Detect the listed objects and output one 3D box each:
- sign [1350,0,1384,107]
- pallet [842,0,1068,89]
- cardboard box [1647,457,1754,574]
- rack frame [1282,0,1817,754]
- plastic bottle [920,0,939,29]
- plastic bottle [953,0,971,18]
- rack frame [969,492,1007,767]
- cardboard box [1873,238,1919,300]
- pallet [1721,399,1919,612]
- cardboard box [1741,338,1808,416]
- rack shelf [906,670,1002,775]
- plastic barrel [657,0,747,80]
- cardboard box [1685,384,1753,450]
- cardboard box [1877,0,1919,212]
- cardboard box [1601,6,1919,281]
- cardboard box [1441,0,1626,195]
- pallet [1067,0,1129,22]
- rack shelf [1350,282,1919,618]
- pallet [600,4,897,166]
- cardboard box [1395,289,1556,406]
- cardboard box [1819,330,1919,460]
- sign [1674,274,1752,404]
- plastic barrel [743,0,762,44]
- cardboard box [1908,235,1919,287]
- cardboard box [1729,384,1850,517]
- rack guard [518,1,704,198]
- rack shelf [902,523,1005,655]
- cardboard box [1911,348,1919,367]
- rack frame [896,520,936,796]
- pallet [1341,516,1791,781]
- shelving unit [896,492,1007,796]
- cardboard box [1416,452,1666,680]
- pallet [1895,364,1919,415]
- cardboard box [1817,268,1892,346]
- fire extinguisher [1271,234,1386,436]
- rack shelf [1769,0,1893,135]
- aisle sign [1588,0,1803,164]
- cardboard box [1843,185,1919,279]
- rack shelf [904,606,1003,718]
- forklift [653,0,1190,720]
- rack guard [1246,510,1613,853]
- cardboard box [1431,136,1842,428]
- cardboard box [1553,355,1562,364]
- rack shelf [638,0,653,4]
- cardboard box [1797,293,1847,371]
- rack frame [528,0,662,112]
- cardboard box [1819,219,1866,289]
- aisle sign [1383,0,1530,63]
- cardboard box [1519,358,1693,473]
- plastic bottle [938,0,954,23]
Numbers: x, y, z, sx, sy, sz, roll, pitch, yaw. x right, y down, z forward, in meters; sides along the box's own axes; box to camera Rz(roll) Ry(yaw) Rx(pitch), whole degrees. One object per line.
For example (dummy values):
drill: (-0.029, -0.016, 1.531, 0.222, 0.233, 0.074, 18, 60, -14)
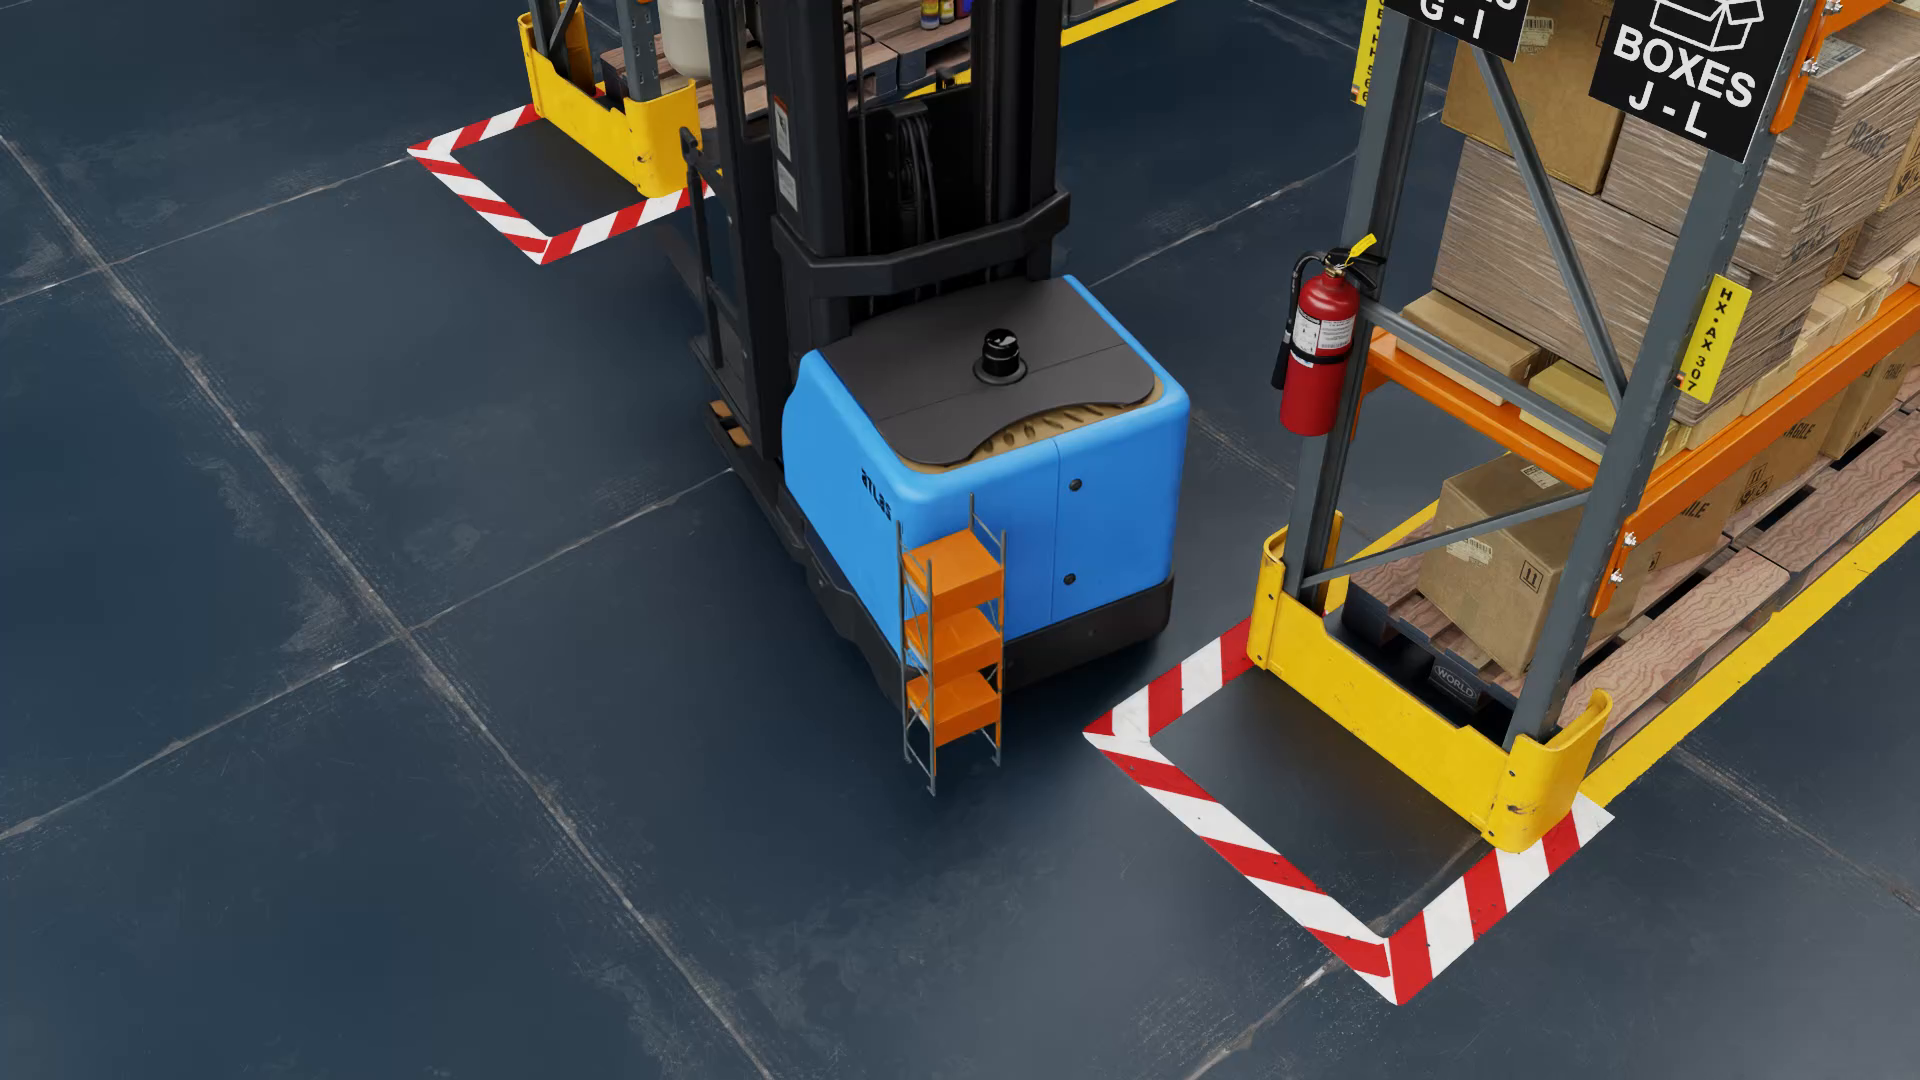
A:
sign: (1.085, -1.280, 4.346, 0.005, 0.325, 0.100, -30, 51, -28)
pallet: (-0.162, -2.972, 9.261, 1.213, 0.211, 1.003, -30, 51, -28)
cardboard box: (2.352, -0.231, 5.824, 0.500, 0.500, 0.500, -17, 46, -18)
rack frame: (1.426, -0.443, 4.531, 0.127, 3.000, 1.000, -30, 51, -28)
plastic bottle: (-0.161, -2.842, 8.757, 0.097, 0.271, 0.097, 0, 43, 0)
plastic bottle: (0.024, -2.937, 8.848, 0.133, 0.283, 0.061, -29, 50, -27)
rack frame: (0.081, 0.302, 5.162, 0.008, 1.050, 0.200, -21, 47, -21)
cardboard box: (2.752, -0.904, 5.205, 0.250, 0.149, 0.380, -30, 51, -28)
pallet: (3.065, -0.331, 6.448, 1.213, 0.211, 1.003, -30, 51, -28)
cardboard box: (2.203, -0.553, 4.831, 0.250, 0.149, 0.380, -30, 51, -28)
rack shelf: (-0.026, 0.554, 5.315, 0.240, 0.259, 0.215, -21, 47, -21)
plastic barrel: (-1.296, -2.619, 8.358, 0.421, 0.512, 0.421, 0, 43, 0)
cardboard box: (2.001, -0.451, 4.723, 0.250, 0.149, 0.380, -30, 51, -28)
cardboard box: (2.411, -1.267, 4.387, 0.500, 0.500, 0.500, -30, 51, -28)
cardboard box: (2.023, -1.051, 4.157, 0.500, 0.500, 0.500, -30, 51, -28)
cardboard box: (1.689, -1.324, 4.448, 0.500, 0.500, 0.500, -30, 51, -28)
pallet: (0.774, -3.511, 9.834, 1.213, 0.211, 1.003, -30, 51, -28)
rack shelf: (2.960, -1.059, 5.712, 4.000, 0.370, 1.077, -30, 51, -28)
pallet: (-1.097, -2.439, 8.693, 1.213, 0.211, 1.003, -30, 51, -28)
cardboard box: (1.512, -0.585, 4.865, 0.250, 0.149, 0.380, -30, 51, -28)
cardboard box: (3.301, -0.718, 6.342, 0.500, 0.500, 0.500, 34, 53, 31)
sign: (1.774, -0.474, 3.931, 0.005, 0.325, 0.100, -30, 51, -28)
plastic barrel: (-0.912, -2.839, 8.593, 0.421, 0.512, 0.421, 0, 43, 0)
cardboard box: (3.010, -0.959, 5.264, 0.250, 0.149, 0.380, -30, 51, -28)
cardboard box: (2.844, -0.496, 6.106, 0.500, 0.500, 0.500, -25, 49, -24)
rack guard: (-1.724, -2.191, 8.217, 0.348, 0.500, 1.175, -30, 51, -28)
rack shelf: (-0.026, 0.144, 4.931, 0.240, 0.259, 0.215, -21, 47, -21)
cardboard box: (3.727, -1.032, 6.676, 0.500, 0.500, 0.500, -15, 45, -16)
rack frame: (-0.132, 0.385, 5.074, 0.008, 1.050, 0.200, -21, 47, -21)
pallet: (2.130, 0.202, 5.881, 1.213, 0.211, 1.003, -30, 51, -28)
shelving unit: (-0.026, 0.343, 5.118, 0.252, 1.050, 0.215, -21, 47, -21)
cardboard box: (1.916, 0.050, 5.525, 0.500, 0.500, 0.500, -21, 47, -21)
pallet: (4.001, -0.870, 7.022, 1.213, 0.211, 1.003, -30, 51, -28)
cardboard box: (2.578, -0.780, 5.073, 0.250, 0.149, 0.380, -30, 51, -28)
fire extinguisher: (1.042, -0.606, 4.761, 0.183, 0.674, 0.296, -30, 51, -28)
rack shelf: (2.960, -2.153, 4.685, 4.000, 0.370, 1.077, -30, 51, -28)
aisle sign: (1.571, -1.206, 3.444, 0.004, 0.787, 0.394, -30, 51, -28)
cardboard box: (2.583, -1.294, 5.147, 0.500, 0.500, 0.875, -30, 51, -28)
rack shelf: (-0.026, 0.351, 5.125, 0.240, 0.259, 0.215, -21, 47, -21)
forklift: (-0.380, -1.478, 5.683, 1.130, 2.935, 3.031, -19, 47, -19)
rack guard: (1.484, 0.435, 5.422, 0.348, 0.500, 1.175, -30, 51, -28)
cardboard box: (1.865, -0.815, 4.636, 0.500, 0.500, 0.875, -30, 51, -28)
cardboard box: (1.704, -0.694, 4.982, 0.250, 0.149, 0.380, -30, 51, -28)
rack shelf: (-0.218, -3.660, 8.481, 4.000, 0.370, 1.077, -30, 51, -28)
cardboard box: (2.381, -0.674, 4.960, 0.250, 0.149, 0.380, -30, 51, -28)
rack frame: (-1.752, -3.044, 7.300, 0.127, 3.000, 1.000, -30, 51, -28)
cardboard box: (2.172, -1.098, 4.937, 0.500, 0.500, 0.875, -30, 51, -28)
aisle sign: (1.186, -1.521, 3.779, 0.004, 0.787, 0.394, -30, 51, -28)
cardboard box: (1.797, -0.351, 4.617, 0.250, 0.149, 0.380, -30, 51, -28)
plastic bottle: (-0.082, -2.862, 8.829, 0.097, 0.201, 0.097, 0, 43, 0)
